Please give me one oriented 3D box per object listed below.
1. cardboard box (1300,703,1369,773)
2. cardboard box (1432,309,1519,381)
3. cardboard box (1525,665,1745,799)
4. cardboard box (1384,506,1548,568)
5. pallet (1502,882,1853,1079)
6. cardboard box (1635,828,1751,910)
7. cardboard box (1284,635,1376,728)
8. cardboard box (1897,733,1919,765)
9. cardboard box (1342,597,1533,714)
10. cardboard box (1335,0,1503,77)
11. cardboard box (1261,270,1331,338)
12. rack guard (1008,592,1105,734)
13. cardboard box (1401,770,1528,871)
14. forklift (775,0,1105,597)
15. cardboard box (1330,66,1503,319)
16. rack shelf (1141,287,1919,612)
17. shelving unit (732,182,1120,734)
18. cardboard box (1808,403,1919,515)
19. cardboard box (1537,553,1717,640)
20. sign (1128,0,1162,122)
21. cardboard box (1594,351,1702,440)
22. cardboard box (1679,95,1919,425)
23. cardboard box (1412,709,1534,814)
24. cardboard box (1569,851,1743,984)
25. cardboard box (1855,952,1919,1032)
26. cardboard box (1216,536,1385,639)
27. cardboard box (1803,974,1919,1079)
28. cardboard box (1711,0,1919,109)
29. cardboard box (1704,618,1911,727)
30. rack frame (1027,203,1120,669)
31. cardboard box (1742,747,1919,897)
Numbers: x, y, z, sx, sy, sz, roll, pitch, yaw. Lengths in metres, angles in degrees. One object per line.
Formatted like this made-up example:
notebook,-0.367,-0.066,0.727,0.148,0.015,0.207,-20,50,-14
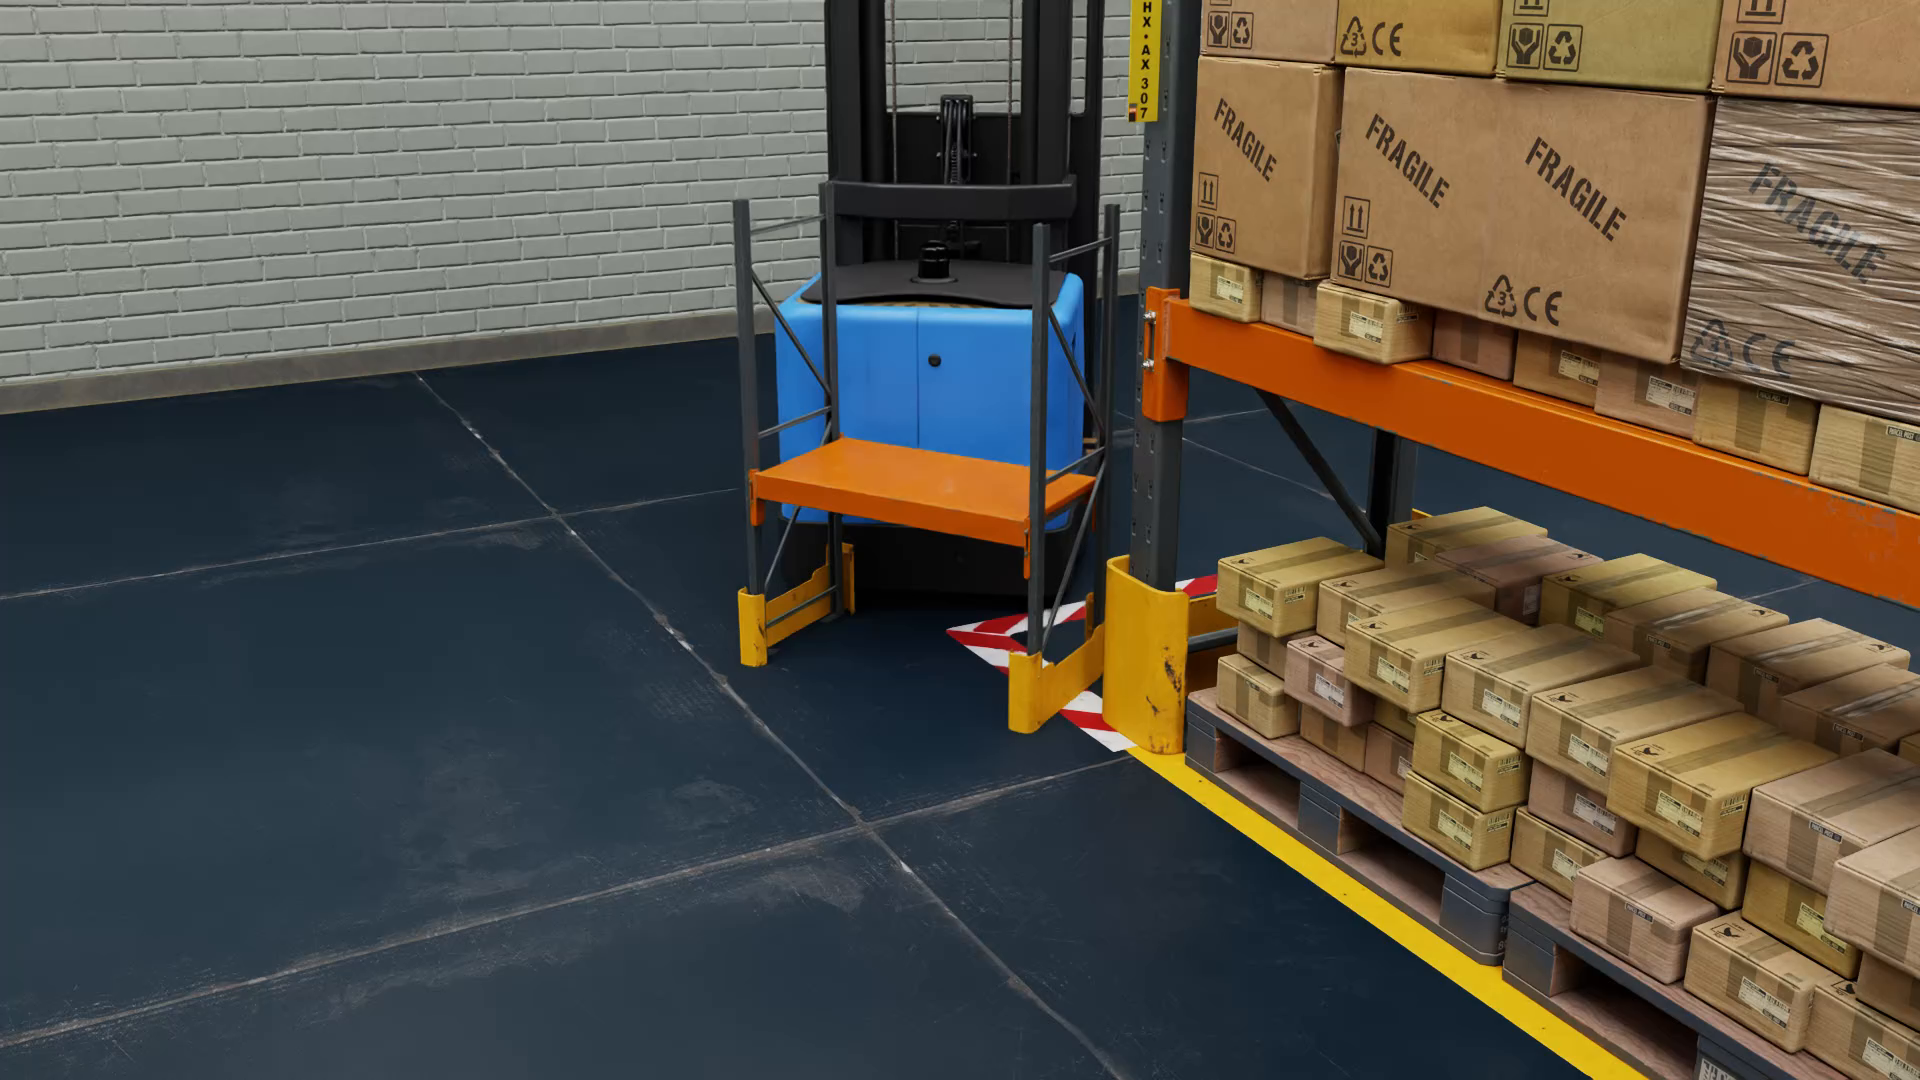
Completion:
cardboard box,1.132,0.464,4.415,0.380,0.149,0.250,-10,21,-27
cardboard box,1.315,-0.480,3.808,0.380,0.149,0.250,-9,21,-24
cardboard box,1.476,0.415,3.644,0.380,0.149,0.250,-9,21,-25
cardboard box,1.443,0.033,4.752,0.380,0.149,0.250,-10,21,-26
pallet,1.935,0.981,3.465,1.003,0.211,1.213,-10,21,-27
cardboard box,1.667,0.618,3.512,0.380,0.149,0.250,-9,21,-24
cardboard box,1.072,0.338,4.323,0.380,0.149,0.250,-10,21,-27
cardboard box,2.167,0.485,3.442,0.380,0.149,0.250,-10,21,-26
cardboard box,1.162,0.276,4.048,0.380,0.149,0.250,-10,21,-27
cardboard box,1.193,-1.294,3.642,0.500,0.500,0.500,-9,21,-25
cardboard box,0.991,-0.618,4.210,0.380,0.149,0.250,-9,21,-25
rack guard,0.319,0.374,5.165,0.087,0.250,0.587,11,22,28
cardboard box,1.281,0.625,3.950,0.380,0.149,0.250,-10,21,-26
forklift,0.047,-1.625,6.848,1.130,2.935,3.031,2,19,7
cardboard box,1.215,-0.814,3.783,0.500,0.500,0.500,-10,21,-27
rack shelf,1.918,-0.033,3.233,1.077,0.370,4.000,-10,21,-27
shelving unit,-0.113,-0.298,5.196,1.083,1.500,0.587,11,22,28
cardboard box,1.721,-0.164,2.893,0.380,0.149,0.250,-10,21,-26
cardboard box,1.746,0.169,4.359,0.380,0.149,0.250,-11,22,-28
sign,0.491,-1.273,4.394,0.100,0.325,0.005,-10,21,-27
cardboard box,1.515,-0.323,3.354,0.380,0.149,0.250,-10,22,-28
cardboard box,1.684,-0.526,2.949,0.500,0.500,0.500,-11,22,-28
cardboard box,1.292,0.485,3.897,0.380,0.149,0.250,-9,21,-25
cardboard box,1.528,0.768,3.534,0.380,0.149,0.250,-11,22,-29
cardboard box,1.876,0.781,3.041,0.380,0.149,0.250,-11,22,-29
cardboard box,0.918,0.123,4.490,0.380,0.149,0.250,-11,22,-29
cardboard box,1.826,0.908,3.130,0.380,0.149,0.250,-10,21,-26
cardboard box,1.666,-0.996,2.777,0.500,0.500,0.500,-11,22,-28
cardboard box,1.990,0.321,3.916,0.380,0.149,0.250,-9,21,-25
rack frame,0.335,-0.214,4.952,0.032,1.500,0.500,11,22,28
cardboard box,1.764,0.555,3.238,0.380,0.149,0.250,-10,21,-27
